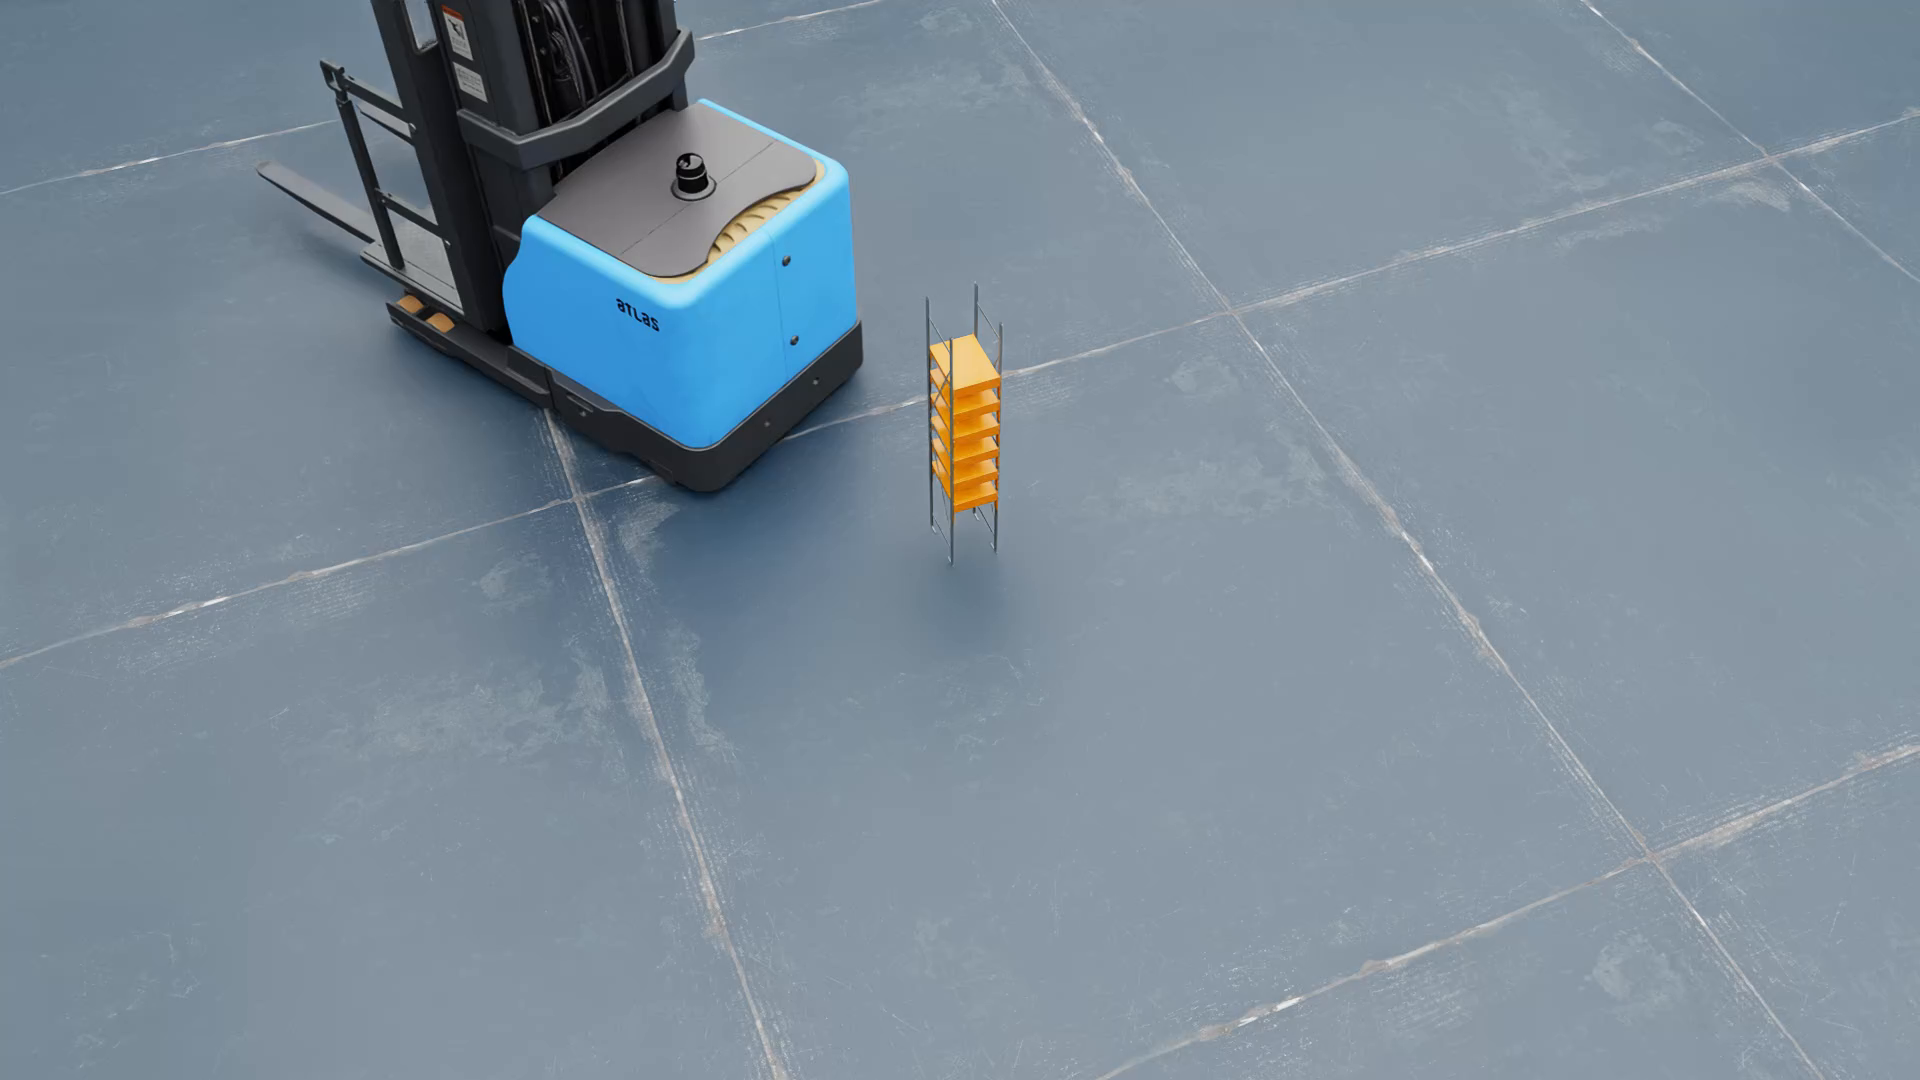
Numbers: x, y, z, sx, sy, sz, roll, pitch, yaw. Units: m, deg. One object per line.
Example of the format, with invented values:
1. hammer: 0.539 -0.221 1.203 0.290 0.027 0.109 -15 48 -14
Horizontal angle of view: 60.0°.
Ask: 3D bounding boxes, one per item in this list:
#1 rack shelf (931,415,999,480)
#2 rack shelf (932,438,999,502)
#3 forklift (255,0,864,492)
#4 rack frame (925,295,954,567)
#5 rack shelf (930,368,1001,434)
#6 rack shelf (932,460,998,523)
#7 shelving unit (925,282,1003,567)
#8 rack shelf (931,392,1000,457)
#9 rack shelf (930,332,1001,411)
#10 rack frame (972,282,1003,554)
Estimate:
1. rack shelf: 0.013 -0.366 6.173 0.180 0.103 0.258 -17 52 -14
2. rack shelf: 0.013 -0.288 6.264 0.180 0.103 0.258 -17 52 -14
3. forklift: -1.899 -2.075 6.441 3.031 2.935 1.130 30 56 23
4. rack frame: -0.071 -0.369 6.117 0.006 1.200 0.240 -17 52 -14
5. rack shelf: 0.013 -0.522 5.991 0.180 0.103 0.258 -17 52 -14
6. rack shelf: 0.013 -0.210 6.355 0.180 0.103 0.258 -17 52 -14
7. shelving unit: 0.013 -0.395 6.139 0.189 1.200 0.258 -17 52 -14
8. rack shelf: 0.013 -0.444 6.082 0.180 0.103 0.258 -17 52 -14
9. rack shelf: 0.013 -0.601 5.900 0.180 0.103 0.258 -17 52 -14
10. rack frame: 0.098 -0.421 6.162 0.006 1.200 0.240 -17 52 -14
